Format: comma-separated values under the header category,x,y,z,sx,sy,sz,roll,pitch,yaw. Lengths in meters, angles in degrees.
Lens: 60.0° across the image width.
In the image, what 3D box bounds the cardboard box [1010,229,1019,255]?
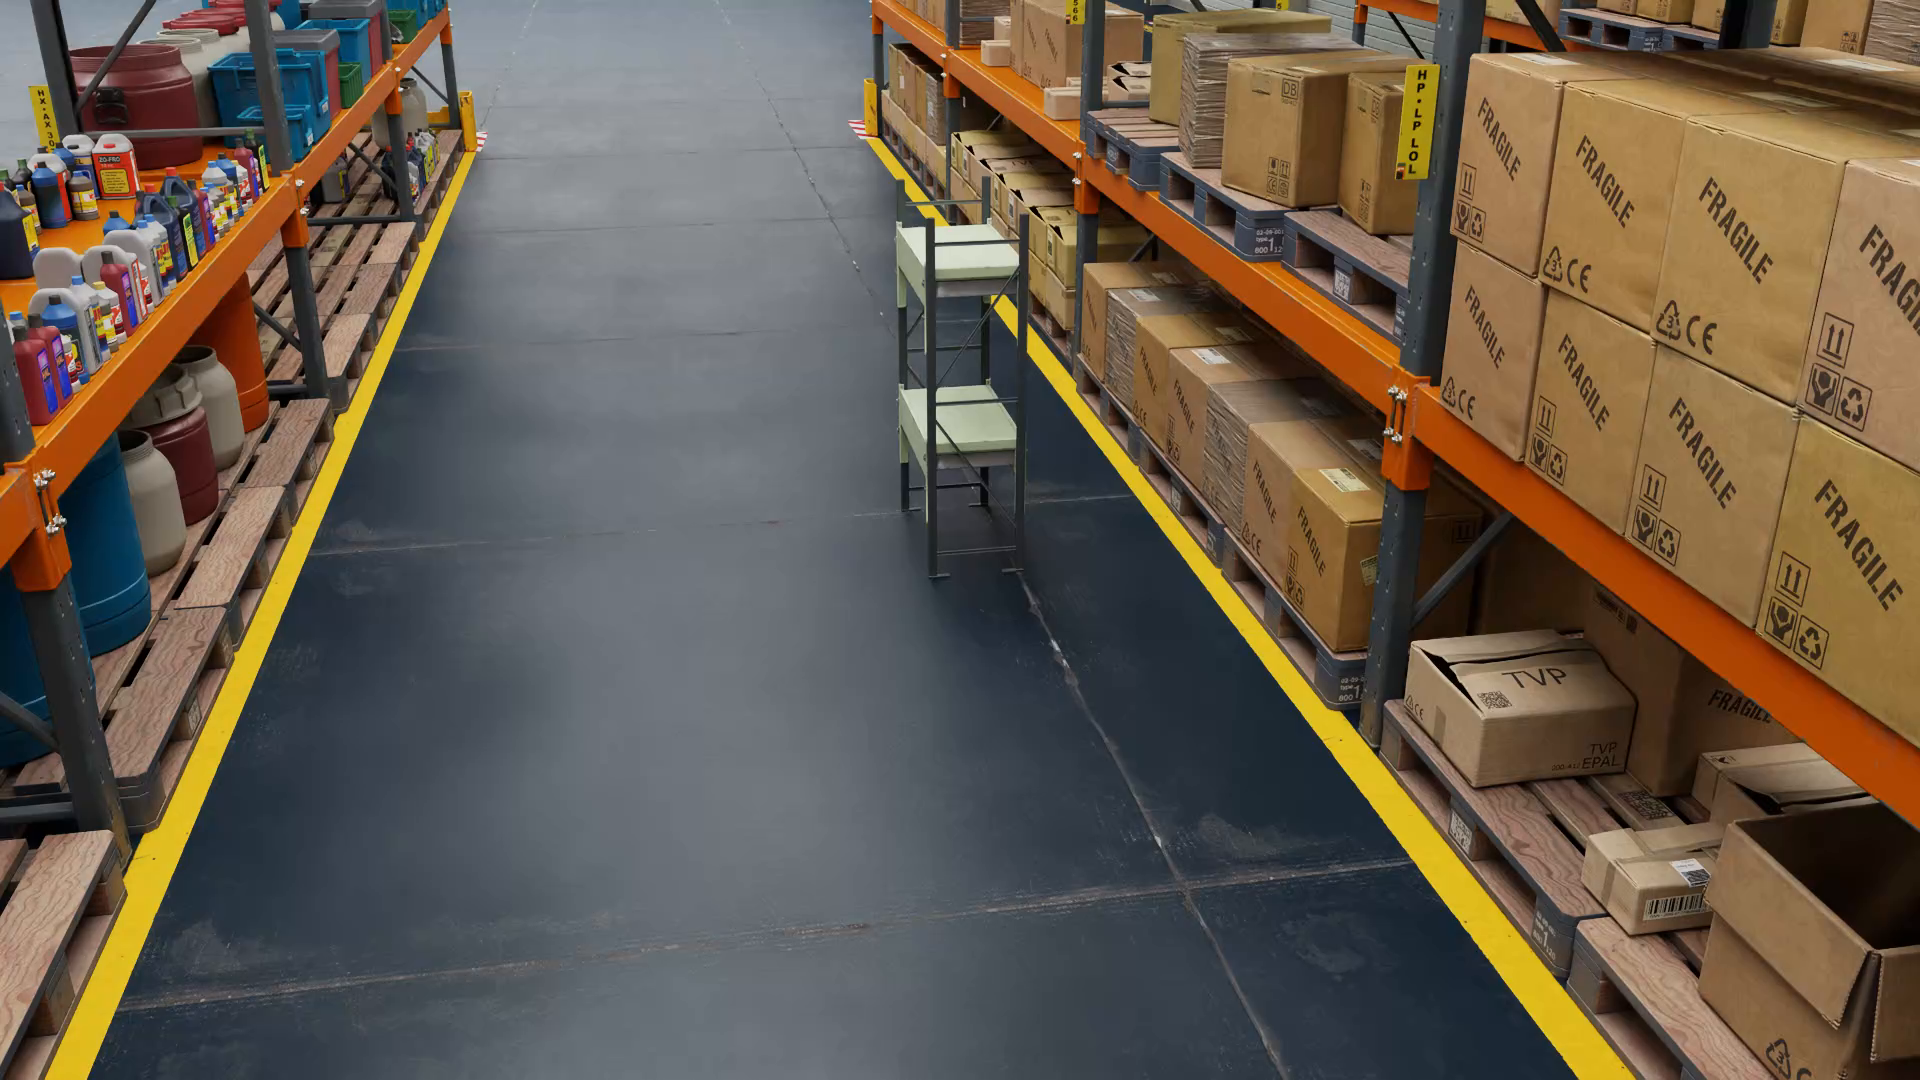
category,x,y,z,sx,sy,sz,roll,pitch,yaw
cardboard box,0.607,-1.818,10.576,0.500,0.250,0.500,-4,24,-9

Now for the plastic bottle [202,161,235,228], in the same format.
category,x,y,z,sx,sy,sz,roll,pitch,yaw
plastic bottle,-3.123,-1.454,6.992,0.097,0.271,0.097,0,24,0

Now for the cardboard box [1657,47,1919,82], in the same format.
category,x,y,z,sx,sy,sz,roll,pitch,yaw
cardboard box,2.221,-1.047,4.526,0.500,0.500,0.500,-4,24,-9

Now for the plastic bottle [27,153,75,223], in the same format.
category,x,y,z,sx,sy,sz,roll,pitch,yaw
plastic bottle,-3.888,-1.498,7.087,0.152,0.276,0.135,-4,24,-10

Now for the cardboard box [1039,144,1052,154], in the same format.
category,x,y,z,sx,sy,sz,roll,pitch,yaw
cardboard box,0.852,-2.717,11.933,0.500,0.311,0.500,-4,24,-8

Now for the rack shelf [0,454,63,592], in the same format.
category,x,y,z,sx,sy,sz,roll,pitch,yaw
rack shelf,-2.626,0.759,2.664,1.077,0.370,4.000,-4,24,-10

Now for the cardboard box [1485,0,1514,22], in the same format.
category,x,y,z,sx,sy,sz,roll,pitch,yaw
cardboard box,4.791,-4.539,14.056,0.500,0.250,0.500,-4,24,-10

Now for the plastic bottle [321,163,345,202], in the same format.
category,x,y,z,sx,sy,sz,roll,pitch,yaw
plastic bottle,-4.736,-2.735,12.524,0.144,0.351,0.185,-4,24,-10

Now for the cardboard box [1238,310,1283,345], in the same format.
category,x,y,z,sx,sy,sz,roll,pitch,yaw
cardboard box,1.632,-0.798,7.903,0.500,0.500,0.500,-5,24,-12

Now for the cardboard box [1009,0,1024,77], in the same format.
category,x,y,z,sx,sy,sz,roll,pitch,yaw
cardboard box,0.617,-3.405,11.173,0.500,0.500,0.500,-3,24,-6

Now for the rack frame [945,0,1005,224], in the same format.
category,x,y,z,sx,sy,sz,roll,pitch,yaw
rack frame,0.393,-3.870,12.362,1.000,3.000,0.127,-4,24,-10

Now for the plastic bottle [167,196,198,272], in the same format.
category,x,y,z,sx,sy,sz,roll,pitch,yaw
plastic bottle,-2.971,-1.175,6.339,0.061,0.283,0.133,-4,24,-10

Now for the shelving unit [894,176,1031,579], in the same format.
category,x,y,z,sx,sy,sz,roll,pitch,yaw
shelving unit,-0.001,-0.690,6.956,0.431,1.500,0.755,-4,24,-10

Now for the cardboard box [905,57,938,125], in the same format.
category,x,y,z,sx,sy,sz,roll,pitch,yaw
cardboard box,-0.191,-3.901,14.409,0.500,0.500,0.500,-4,24,-10

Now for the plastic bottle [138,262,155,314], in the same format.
category,x,y,z,sx,sy,sz,roll,pitch,yaw
plastic bottle,-2.873,-0.889,5.786,0.097,0.201,0.097,0,24,0

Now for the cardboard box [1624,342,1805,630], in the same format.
category,x,y,z,sx,sy,sz,roll,pitch,yaw
cardboard box,1.887,-0.150,3.721,0.500,0.500,0.500,-4,24,-10

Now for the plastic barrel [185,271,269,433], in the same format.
category,x,y,z,sx,sy,sz,roll,pitch,yaw
plastic barrel,-3.628,-0.938,7.836,0.600,0.830,0.708,-4,24,-10

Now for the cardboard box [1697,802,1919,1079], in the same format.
category,x,y,z,sx,sy,sz,roll,pitch,yaw
cardboard box,2.225,0.958,3.878,0.797,0.503,0.637,-4,24,-10

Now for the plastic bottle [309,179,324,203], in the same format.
category,x,y,z,sx,sy,sz,roll,pitch,yaw
plastic bottle,-4.878,-2.724,12.500,0.144,0.351,0.185,-5,24,-11

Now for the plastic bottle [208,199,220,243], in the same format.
category,x,y,z,sx,sy,sz,roll,pitch,yaw
plastic bottle,-3.069,-1.307,6.743,0.097,0.201,0.097,0,24,0

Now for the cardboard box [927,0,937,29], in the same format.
category,x,y,z,sx,sy,sz,roll,pitch,yaw
cardboard box,0.112,-4.494,13.667,0.700,0.500,0.500,-4,24,-9

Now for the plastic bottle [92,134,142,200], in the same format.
category,x,y,z,sx,sy,sz,roll,pitch,yaw
plastic bottle,-3.824,-1.691,7.530,0.152,0.276,0.135,-4,24,-10

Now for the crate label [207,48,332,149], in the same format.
category,x,y,z,sx,sy,sz,roll,pitch,yaw
crate label,-3.654,-2.358,8.857,0.502,0.435,0.616,-4,24,-10

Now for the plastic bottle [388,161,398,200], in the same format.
category,x,y,z,sx,sy,sz,roll,pitch,yaw
plastic bottle,-4.295,-2.736,12.611,0.061,0.283,0.133,-4,24,-10

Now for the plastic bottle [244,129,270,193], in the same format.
category,x,y,z,sx,sy,sz,roll,pitch,yaw
plastic bottle,-3.242,-1.750,7.655,0.061,0.283,0.133,-4,24,-10

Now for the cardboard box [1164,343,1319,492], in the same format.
category,x,y,z,sx,sy,sz,roll,pitch,yaw
cardboard box,1.228,-0.544,7.321,0.500,0.500,0.500,-5,24,-12

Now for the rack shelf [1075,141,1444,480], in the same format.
category,x,y,z,sx,sy,sz,roll,pitch,yaw
rack shelf,1.503,-1.180,7.103,1.077,0.370,4.000,-4,24,-10

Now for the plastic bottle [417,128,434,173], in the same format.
category,x,y,z,sx,sy,sz,roll,pitch,yaw
plastic bottle,-4.365,-3.155,13.486,0.144,0.351,0.185,-3,24,-8

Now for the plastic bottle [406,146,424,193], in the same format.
category,x,y,z,sx,sy,sz,roll,pitch,yaw
plastic bottle,-4.217,-2.840,12.766,0.144,0.351,0.185,-4,24,-8

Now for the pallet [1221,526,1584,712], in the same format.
category,x,y,z,sx,sy,sz,roll,pitch,yaw
pallet,1.685,0.238,6.442,1.003,0.211,1.213,-4,24,-10

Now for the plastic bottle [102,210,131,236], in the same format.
category,x,y,z,sx,sy,sz,roll,pitch,yaw
plastic bottle,-3.093,-1.078,6.131,0.097,0.271,0.097,0,24,0

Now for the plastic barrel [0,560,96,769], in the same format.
category,x,y,z,sx,sy,sz,roll,pitch,yaw
plastic barrel,-3.080,0.196,5.150,0.600,0.901,0.708,-4,24,-10

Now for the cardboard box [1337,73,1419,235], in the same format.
category,x,y,z,sx,sy,sz,roll,pitch,yaw
cardboard box,1.815,-1.430,6.126,0.700,0.500,0.500,-1,24,-1

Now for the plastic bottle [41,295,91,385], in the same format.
category,x,y,z,sx,sy,sz,roll,pitch,yaw
plastic bottle,-2.726,-0.609,5.058,0.097,0.271,0.097,0,24,0

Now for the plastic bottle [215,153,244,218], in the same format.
category,x,y,z,sx,sy,sz,roll,pitch,yaw
plastic bottle,-3.159,-1.531,7.167,0.097,0.271,0.097,0,24,0

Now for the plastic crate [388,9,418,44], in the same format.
category,x,y,z,sx,sy,sz,roll,pitch,yaw
plastic crate,-4.449,-3.962,12.839,0.450,0.188,0.662,-4,24,-10

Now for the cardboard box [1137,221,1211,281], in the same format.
category,x,y,z,sx,sy,sz,roll,pitch,yaw
cardboard box,1.325,-1.713,9.635,0.500,0.311,0.500,-4,24,-8

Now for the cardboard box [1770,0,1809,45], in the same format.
category,x,y,z,sx,sy,sz,roll,pitch,yaw
cardboard box,5.652,-3.584,11.034,0.700,0.500,0.500,-4,24,-10

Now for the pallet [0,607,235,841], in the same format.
category,x,y,z,sx,sy,sz,roll,pitch,yaw
pallet,-3.098,0.614,5.581,1.003,0.211,1.213,-4,24,-10

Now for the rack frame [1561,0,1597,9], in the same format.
category,x,y,z,sx,sy,sz,roll,pitch,yaw
rack frame,5.261,-4.238,13.205,1.000,3.000,0.127,-4,24,-10

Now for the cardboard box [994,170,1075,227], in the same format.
category,x,y,z,sx,sy,sz,roll,pitch,yaw
cardboard box,0.510,-2.273,10.918,0.500,0.311,0.500,-4,24,-8

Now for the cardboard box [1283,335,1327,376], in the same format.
category,x,y,z,sx,sy,sz,roll,pitch,yaw
cardboard box,1.744,-0.922,7.249,0.500,0.250,0.500,-5,24,-11

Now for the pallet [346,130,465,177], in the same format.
category,x,y,z,sx,sy,sz,roll,pitch,yaw
pallet,-5.010,-3.454,14.894,1.003,0.211,1.213,-4,24,-10

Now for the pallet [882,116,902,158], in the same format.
category,x,y,z,sx,sy,sz,roll,pitch,yaw
pallet,-0.164,-3.867,15.841,1.003,0.211,1.213,-4,24,-10

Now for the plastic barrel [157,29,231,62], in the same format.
category,x,y,z,sx,sy,sz,roll,pitch,yaw
plastic barrel,-4.214,-2.537,9.171,0.421,0.512,0.421,0,24,0

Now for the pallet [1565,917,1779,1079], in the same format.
category,x,y,z,sx,sy,sz,roll,pitch,yaw
pallet,2.228,1.306,3.996,1.003,0.211,1.213,-4,24,-10

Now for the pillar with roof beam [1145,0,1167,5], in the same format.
category,x,y,z,sx,sy,sz,roll,pitch,yaw
pillar with roof beam,-0.949,-12.750,25.201,9.100,9.000,0.400,-4,24,-10

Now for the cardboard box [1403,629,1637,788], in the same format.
category,x,y,z,sx,sy,sz,roll,pitch,yaw
cardboard box,1.738,0.489,5.193,0.500,0.311,0.500,-4,24,-10

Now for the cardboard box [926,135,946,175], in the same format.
category,x,y,z,sx,sy,sz,roll,pitch,yaw
cardboard box,0.010,-3.166,13.661,0.500,0.250,0.500,-4,24,-10

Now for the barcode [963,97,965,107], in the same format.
category,x,y,z,sx,sy,sz,roll,pitch,yaw
barcode,0.031,-3.234,12.282,0.001,0.075,0.075,-4,24,-10

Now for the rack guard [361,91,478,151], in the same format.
category,x,y,z,sx,sy,sz,roll,pitch,yaw
rack guard,-5.155,-3.906,15.568,1.175,0.500,0.348,-4,24,-10

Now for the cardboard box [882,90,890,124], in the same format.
category,x,y,z,sx,sy,sz,roll,pitch,yaw
cardboard box,-0.466,-4.148,15.910,0.500,0.250,0.500,-4,24,-10

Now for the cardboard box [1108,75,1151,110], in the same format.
category,x,y,z,sx,sy,sz,roll,pitch,yaw
cardboard box,1.109,-2.402,9.113,0.500,0.311,0.500,-3,24,-6
